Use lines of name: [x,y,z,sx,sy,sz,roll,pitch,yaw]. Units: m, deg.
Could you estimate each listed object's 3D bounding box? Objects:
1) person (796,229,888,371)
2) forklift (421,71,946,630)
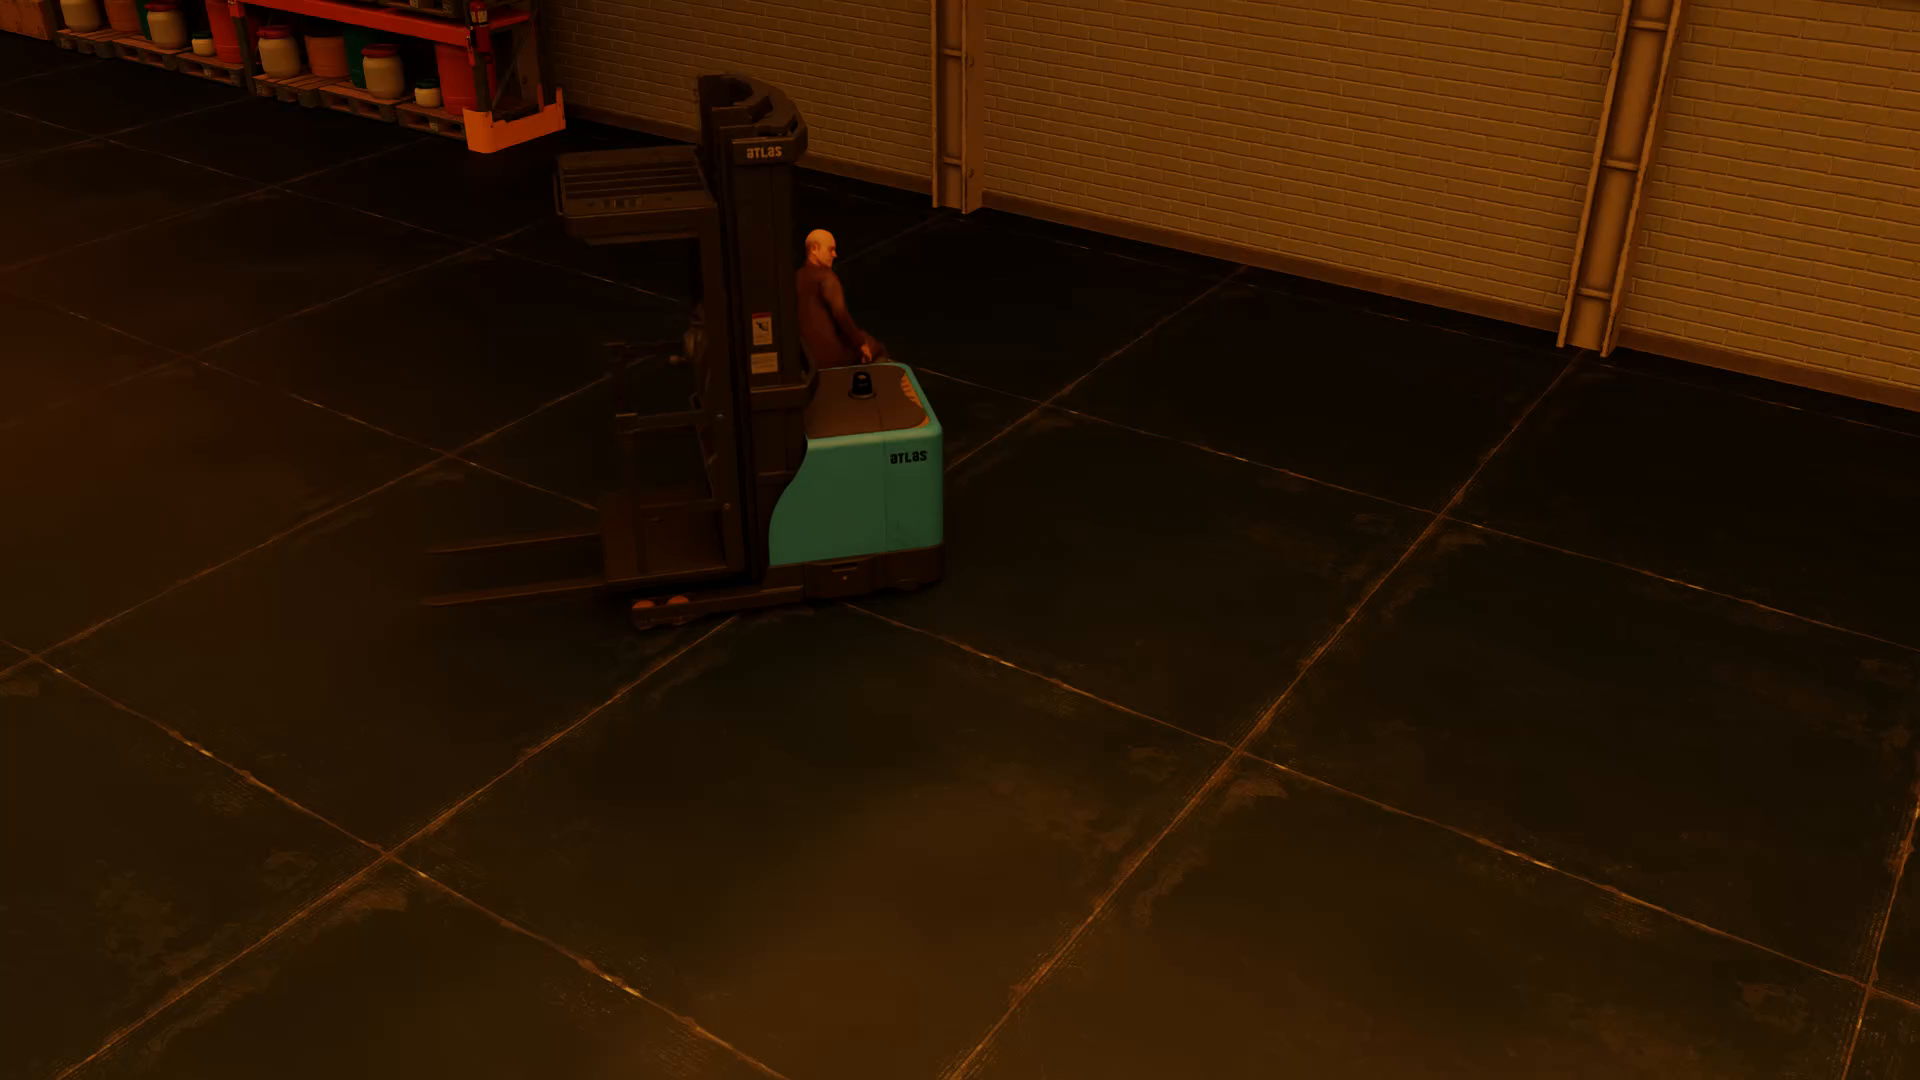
person: [-0.871,-1.360,11.386,0.830,1.544,0.675,19,35,29]
forklift: [-1.660,-1.043,9.377,3.031,2.935,1.130,-7,31,-12]
